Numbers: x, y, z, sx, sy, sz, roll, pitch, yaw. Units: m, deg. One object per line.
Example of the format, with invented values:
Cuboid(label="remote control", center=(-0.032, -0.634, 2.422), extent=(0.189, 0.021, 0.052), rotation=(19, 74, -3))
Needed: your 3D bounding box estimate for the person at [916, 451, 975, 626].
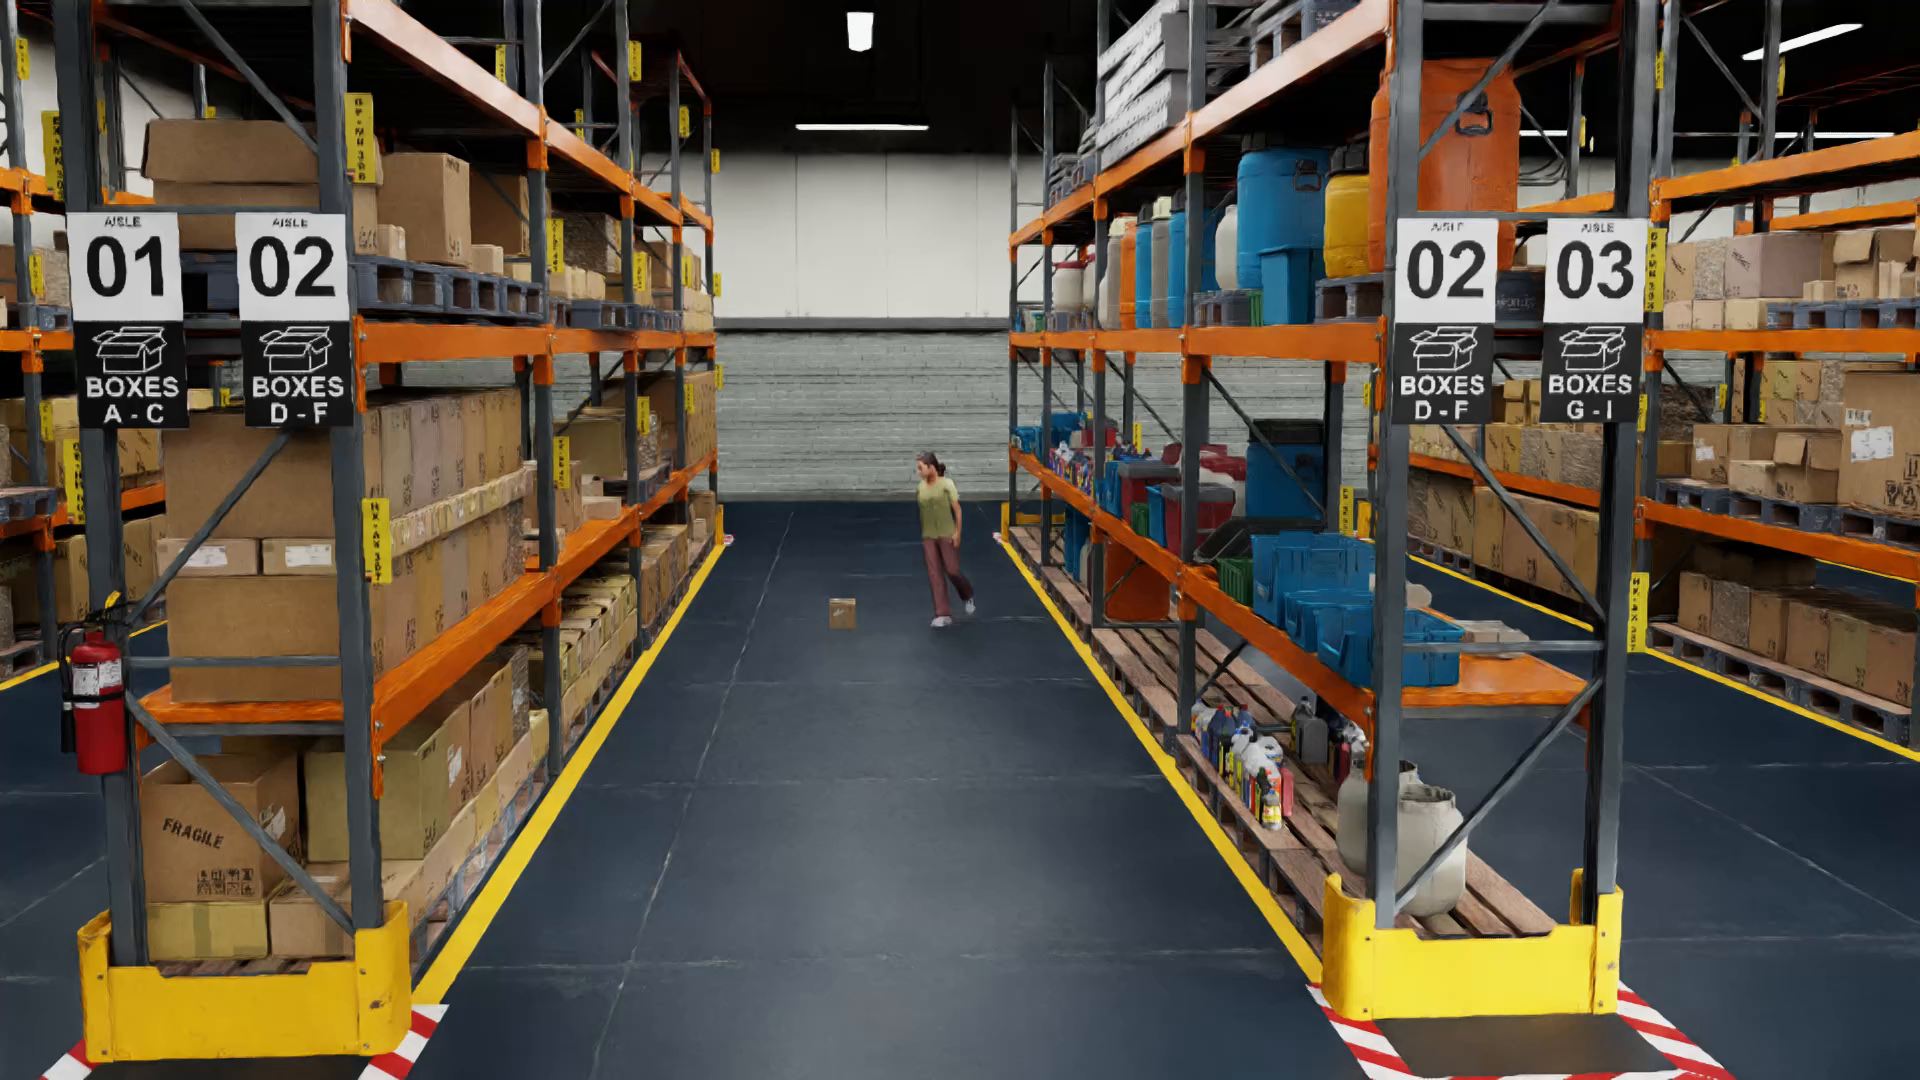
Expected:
Cuboid(label="person", center=(-0.171, 0.089, 16.005), extent=(0.498, 1.413, 0.677), rotation=(4, 8, 27))
